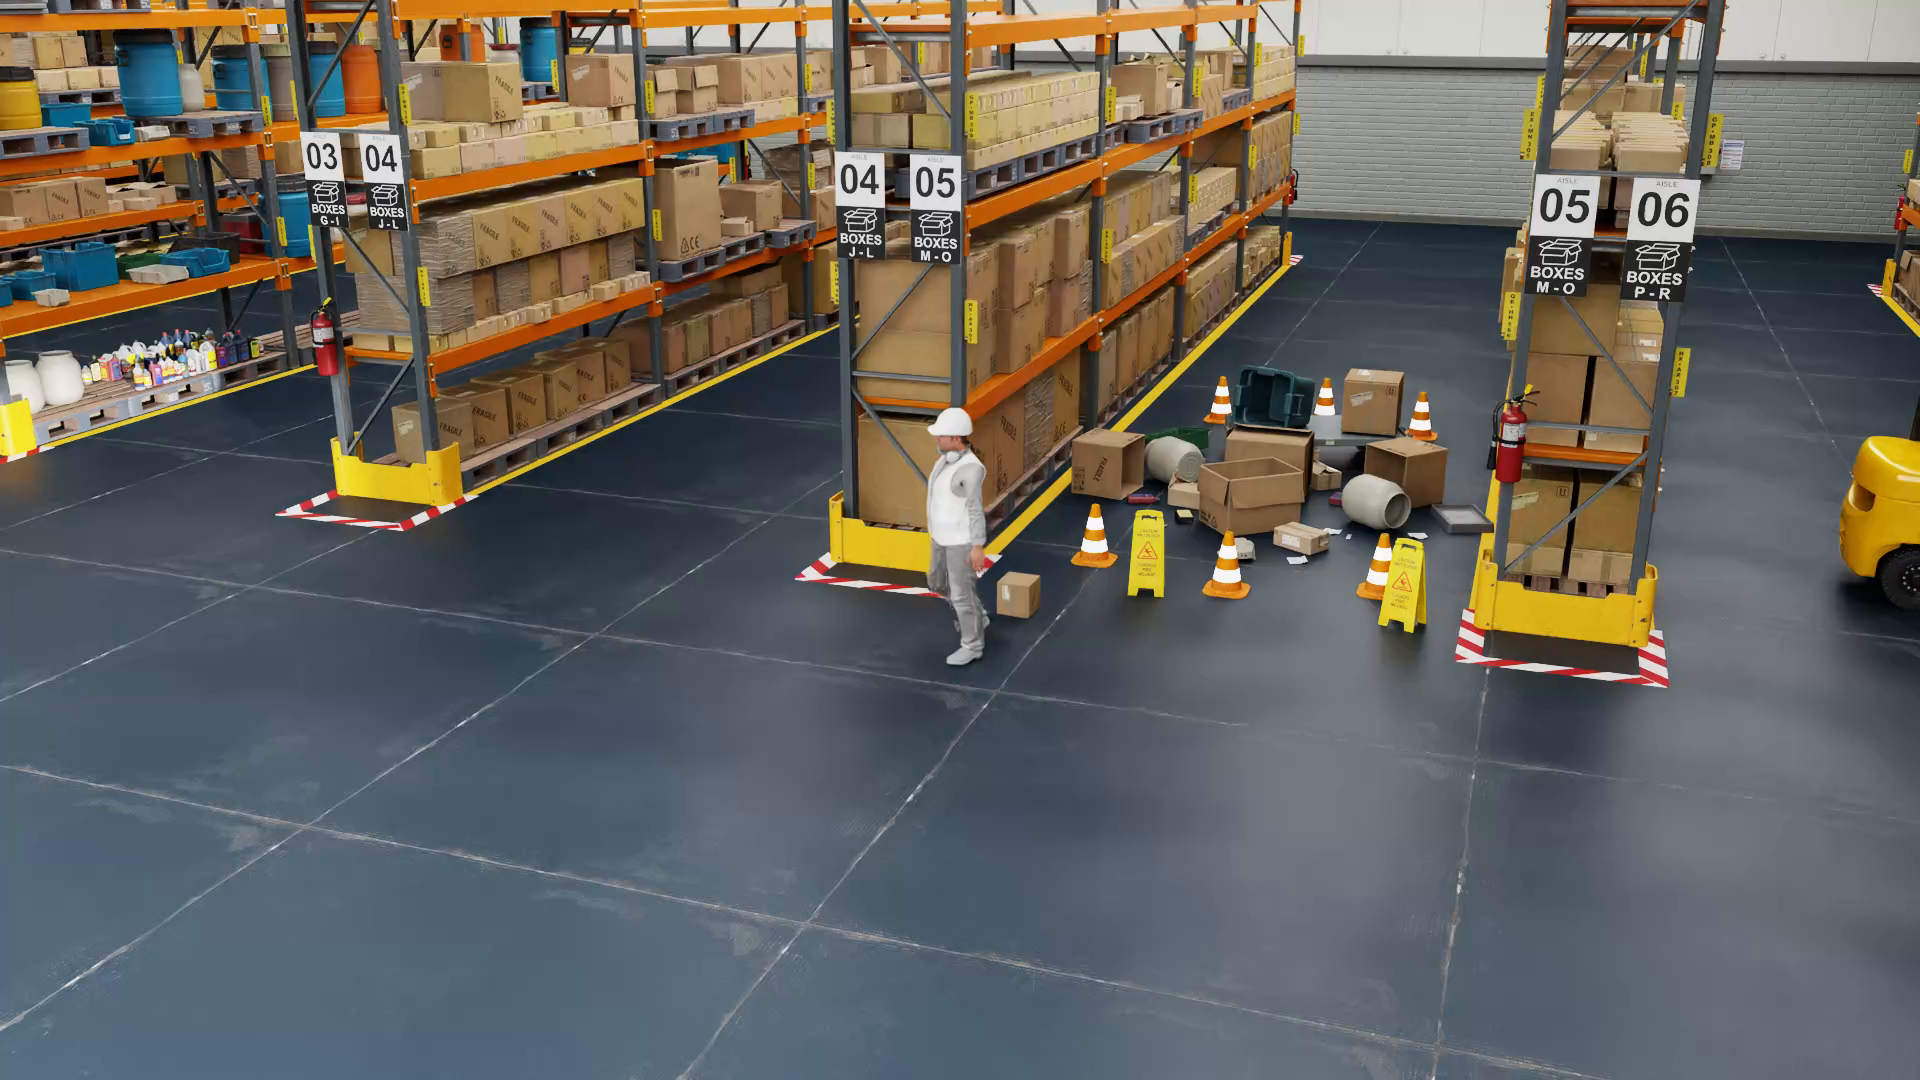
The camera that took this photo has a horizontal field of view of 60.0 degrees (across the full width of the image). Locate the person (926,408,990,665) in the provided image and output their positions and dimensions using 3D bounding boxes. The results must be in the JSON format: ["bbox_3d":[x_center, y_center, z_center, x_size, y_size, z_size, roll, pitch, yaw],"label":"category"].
[{"bbox_3d":[0.009,-0.055,11.151,0.517,1.759,0.690,-7,20,-19],"label":"person"}]
